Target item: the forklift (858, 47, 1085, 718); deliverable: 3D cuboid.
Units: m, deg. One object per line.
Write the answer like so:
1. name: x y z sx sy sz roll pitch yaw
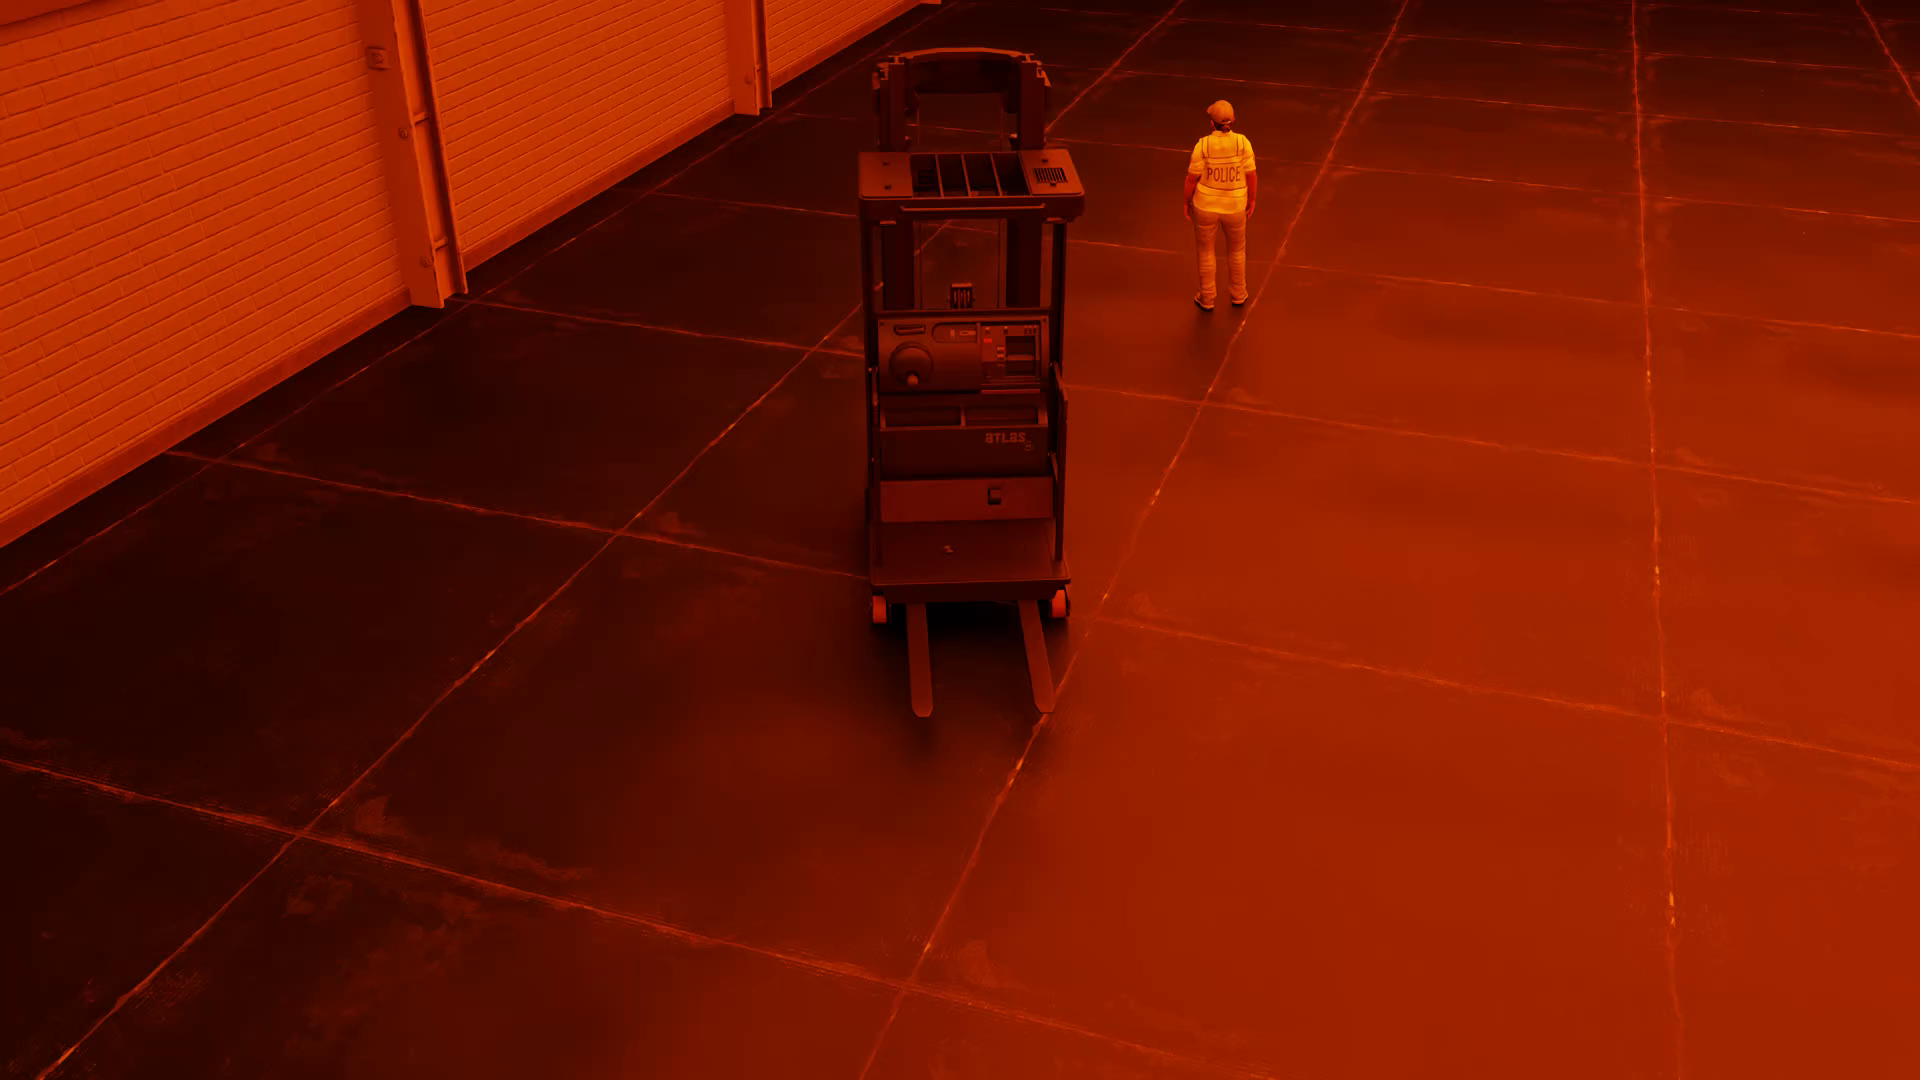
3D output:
1. forklift: 0.035 -0.972 8.842 1.130 2.935 3.031 -2 30 -3

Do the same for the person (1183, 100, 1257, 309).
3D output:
1. person: 2.039 -2.630 13.012 0.598 1.670 0.529 1 30 2
